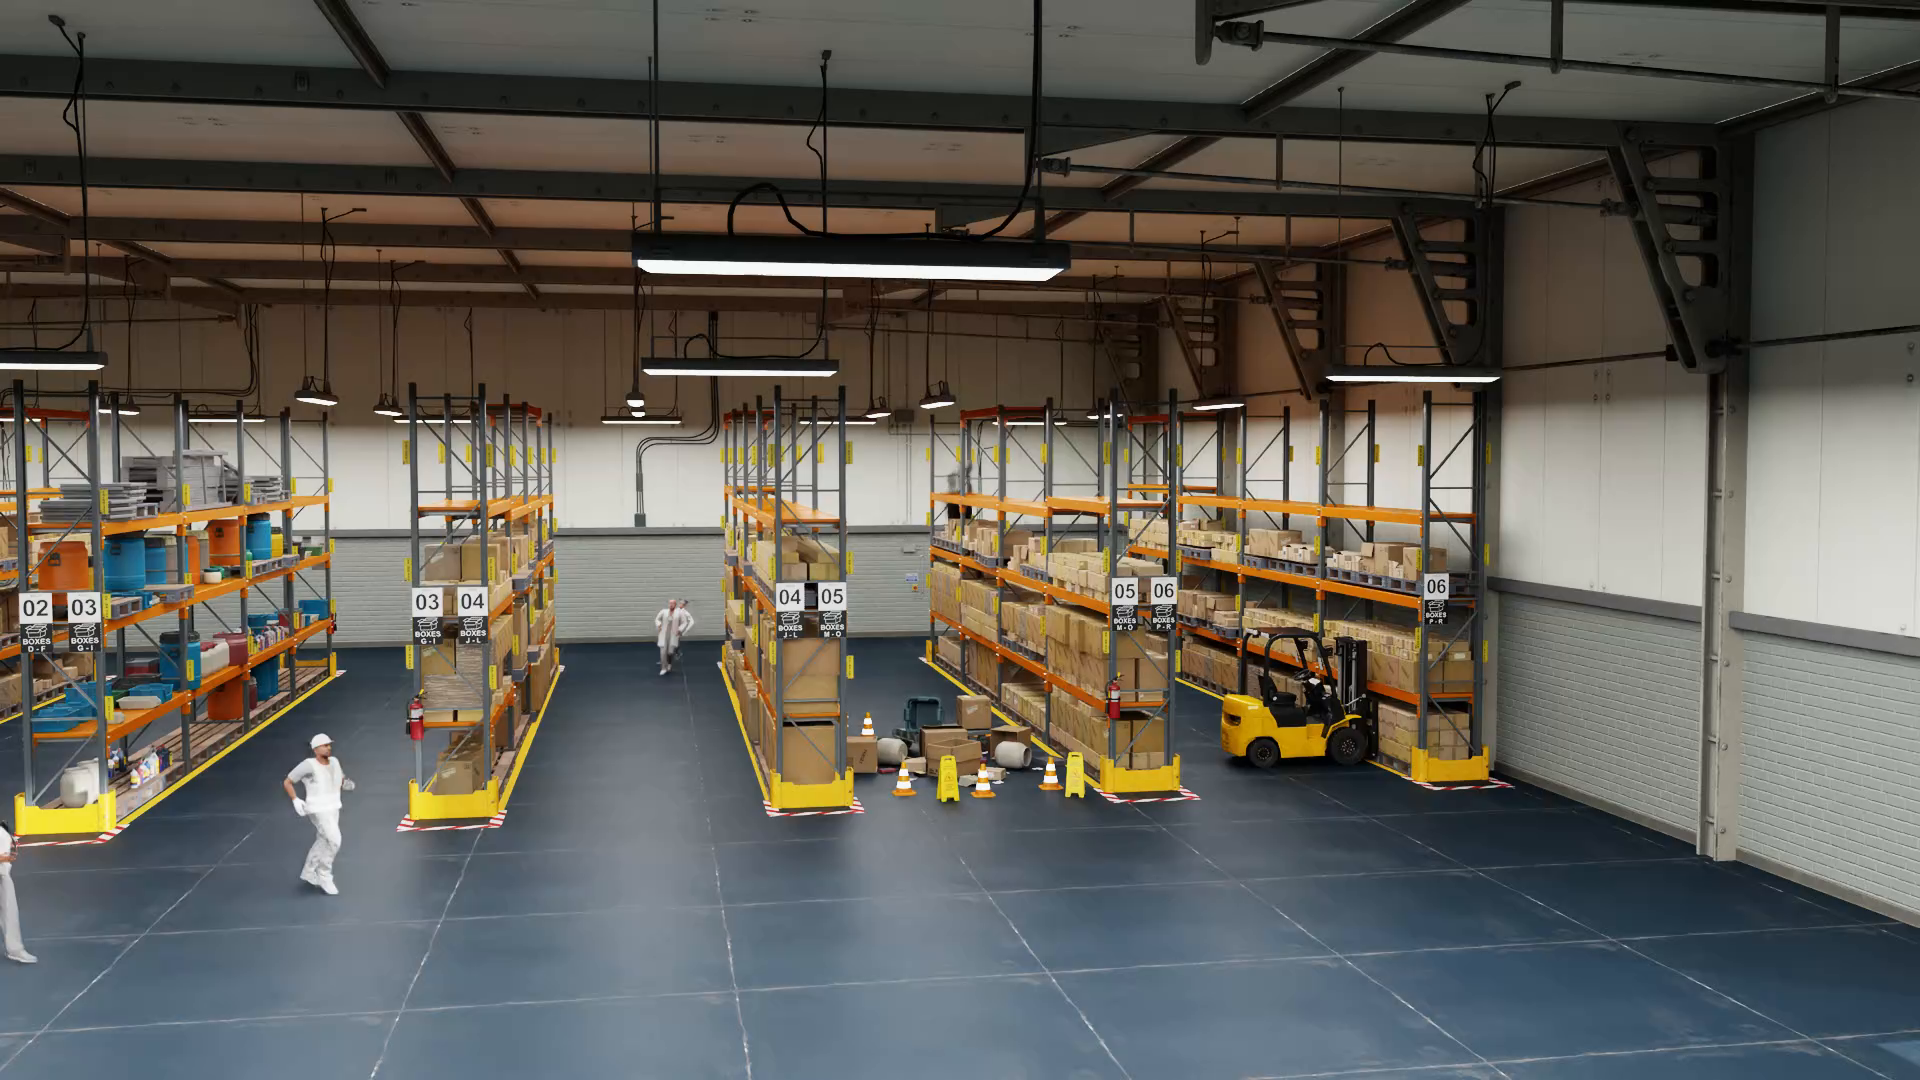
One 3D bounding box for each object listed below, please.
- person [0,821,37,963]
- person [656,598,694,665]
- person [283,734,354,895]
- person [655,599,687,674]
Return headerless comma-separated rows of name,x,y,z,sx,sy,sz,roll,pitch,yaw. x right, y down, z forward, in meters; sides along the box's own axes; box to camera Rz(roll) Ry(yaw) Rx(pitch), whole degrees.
person,-9.546,3.315,16.329,0.920,1.699,0.581,0,3,6
person,-6.886,2.178,39.841,0.796,1.598,0.792,-2,4,-35
person,-7.309,3.144,19.116,0.758,1.832,0.659,1,3,16
person,-6.633,2.216,38.091,0.732,1.725,0.674,0,3,-1
